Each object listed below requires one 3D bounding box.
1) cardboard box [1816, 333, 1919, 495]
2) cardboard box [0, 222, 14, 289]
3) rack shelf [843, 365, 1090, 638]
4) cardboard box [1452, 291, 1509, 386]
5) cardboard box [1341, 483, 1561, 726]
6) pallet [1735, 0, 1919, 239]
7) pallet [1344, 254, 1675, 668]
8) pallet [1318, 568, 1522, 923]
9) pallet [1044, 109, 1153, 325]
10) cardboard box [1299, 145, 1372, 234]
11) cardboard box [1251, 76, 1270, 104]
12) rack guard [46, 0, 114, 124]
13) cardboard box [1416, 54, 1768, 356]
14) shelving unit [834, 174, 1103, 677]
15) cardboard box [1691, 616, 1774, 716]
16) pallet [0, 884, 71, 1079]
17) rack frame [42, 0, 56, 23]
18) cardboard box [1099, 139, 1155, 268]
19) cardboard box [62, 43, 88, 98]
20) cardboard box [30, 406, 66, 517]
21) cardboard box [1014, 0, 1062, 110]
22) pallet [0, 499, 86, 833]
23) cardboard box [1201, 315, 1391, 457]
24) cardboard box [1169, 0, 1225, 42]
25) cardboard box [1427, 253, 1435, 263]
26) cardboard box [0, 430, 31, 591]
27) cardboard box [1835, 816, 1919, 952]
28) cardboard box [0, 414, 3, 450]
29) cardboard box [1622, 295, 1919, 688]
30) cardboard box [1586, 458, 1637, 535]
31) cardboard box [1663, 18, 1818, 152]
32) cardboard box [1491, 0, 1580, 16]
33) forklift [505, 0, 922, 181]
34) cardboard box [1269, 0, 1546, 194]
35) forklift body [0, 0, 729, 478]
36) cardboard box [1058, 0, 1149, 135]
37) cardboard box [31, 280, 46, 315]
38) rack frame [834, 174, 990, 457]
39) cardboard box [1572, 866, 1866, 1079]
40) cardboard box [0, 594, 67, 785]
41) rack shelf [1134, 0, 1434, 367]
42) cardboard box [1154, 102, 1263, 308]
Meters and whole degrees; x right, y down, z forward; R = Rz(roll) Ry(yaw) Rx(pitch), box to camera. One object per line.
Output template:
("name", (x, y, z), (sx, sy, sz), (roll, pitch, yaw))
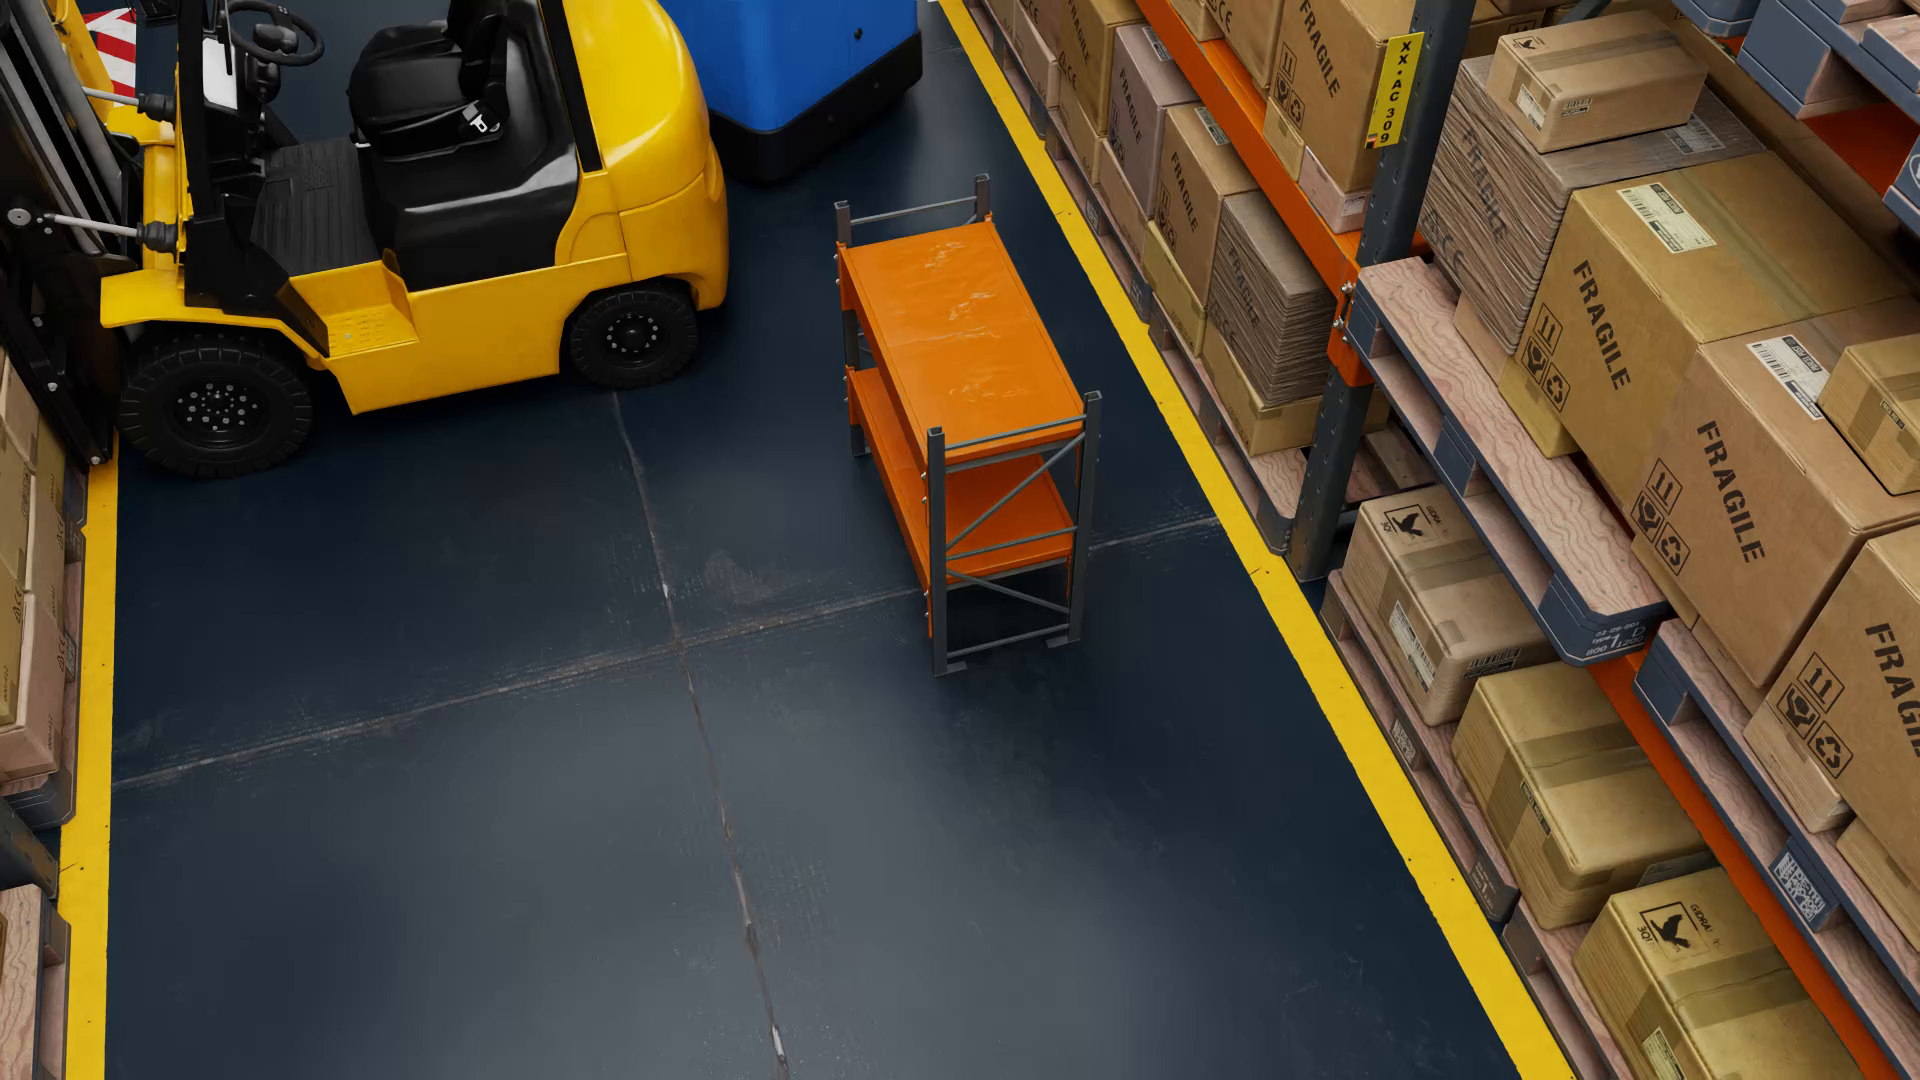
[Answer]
("cardboard box", (1.827, -0.251, 3.041), (0.380, 0.149, 0.250), (-11, 51, -9))
("cardboard box", (-3.425, -0.965, 5.471), (0.500, 0.250, 0.500), (-14, 51, -12))
("rack shelf", (0.002, -0.200, 5.503), (0.538, 0.278, 1.000), (-13, 51, -11))
("cardboard box", (1.468, -0.552, 4.143), (0.380, 0.149, 0.250), (-13, 51, -10))
("cardboard box", (1.764, 0.122, 5.129), (0.950, 0.372, 0.625), (-13, 51, -11))
("pallet", (1.997, -0.647, 2.494), (1.213, 0.211, 1.003), (-13, 51, -11))
("pallet", (1.694, -0.319, 4.183), (1.003, 0.211, 1.213), (-13, 51, -11))
("pallet", (1.838, 0.495, 5.195), (1.003, 0.211, 1.213), (-13, 51, -11))
("pallet", (1.010, -1.449, 6.833), (1.003, 0.211, 1.213), (-13, 51, -11))
("cardboard box", (1.220, -1.057, 4.844), (0.380, 0.149, 0.250), (-14, 51, -11))
("cardboard box", (1.137, -1.446, 5.171), (0.380, 0.149, 0.250), (-13, 51, -11))
("rack guard", (-4.324, -1.981, 7.093), (1.175, 0.500, 0.348), (-13, 51, -11))
("cardboard box", (1.471, -0.828, 3.952), (0.500, 0.500, 0.500), (-12, 51, -10))
("shelving unit", (0.002, -0.358, 5.316), (0.538, 1.125, 1.048), (-13, 51, -11))
("cardboard box", (1.798, 0.201, 3.508), (0.380, 0.149, 0.250), (-13, 51, -11))
("pallet", (-2.879, 1.581, 4.279), (1.003, 0.211, 1.213), (-13, 51, -11))
("rack frame", (-4.317, -2.769, 6.122), (1.000, 3.000, 0.127), (-13, 51, -11))
("cardboard box", (0.862, -1.351, 6.451), (0.500, 0.250, 0.500), (-13, 51, -10))
("cardboard box", (-3.876, -1.746, 6.784), (0.500, 0.250, 0.500), (-13, 51, -11))
("cardboard box", (-3.293, -0.264, 5.534), (0.500, 0.250, 0.500), (-13, 51, -10))
("cardboard box", (0.542, -2.117, 7.096), (0.500, 0.250, 0.500), (-12, 51, -10))
("pallet", (-3.329, 0.461, 5.223), (1.003, 0.211, 1.213), (-13, 51, -11))
("cardboard box", (1.175, -0.592, 5.811), (0.500, 0.250, 0.500), (-11, 51, -9))
("cardboard box", (0.917, -1.798, 5.469), (0.380, 0.149, 0.250), (-14, 51, -12))
("cardboard box", (1.690, -0.955, 5.626), (0.500, 0.500, 0.500), (-11, 51, -9))
("cardboard box", (-3.133, -0.048, 5.025), (0.500, 0.250, 0.500), (-14, 51, -11))
("cardboard box", (1.934, 0.595, 3.176), (0.380, 0.149, 0.250), (-15, 51, -12))
("cardboard box", (-3.119, -0.219, 4.842), (0.500, 0.250, 0.500), (-13, 51, -11))
("cardboard box", (1.753, -0.099, 3.337), (0.500, 0.500, 0.500), (-14, 51, -11))
("cardboard box", (1.691, -0.177, 3.827), (0.380, 0.149, 0.250), (-10, 51, -9))
("cardboard box", (1.962, -0.950, 4.055), (0.500, 0.500, 0.500), (-14, 51, -12))
("cardboard box", (1.684, -1.793, 4.386), (0.700, 0.500, 0.500), (-14, 51, -11))
("forklift", (-1.638, -3.390, 6.691), (3.031, 2.935, 1.130), (31, 57, 24))
("cardboard box", (1.238, -1.369, 4.682), (0.500, 0.500, 0.500), (-14, 51, -12))
("forklift body", (-2.013, -1.523, 5.627), (2.313, 2.155, 1.214), (-13, 51, -11))
("cardboard box", (0.705, -1.967, 6.479), (0.500, 0.500, 0.500), (-12, 51, -10))
("cardboard box", (-3.419, -0.787, 5.648), (0.500, 0.250, 0.500), (-13, 51, -11))
("rack frame", (-0.148, -0.729, 5.629), (0.500, 1.125, 0.032), (-13, 51, -11))
("cardboard box", (2.187, 1.154, 4.260), (0.950, 0.372, 0.625), (-12, 51, -10))
("cardboard box", (-2.961, 0.476, 4.911), (0.500, 0.250, 0.500), (-13, 51, -11))
("rack shelf", (1.015, -2.201, 6.114), (1.077, 0.370, 4.000), (-13, 51, -11))
("cardboard box", (1.023, -1.206, 5.838), (0.500, 0.500, 0.500), (-12, 51, -10))
